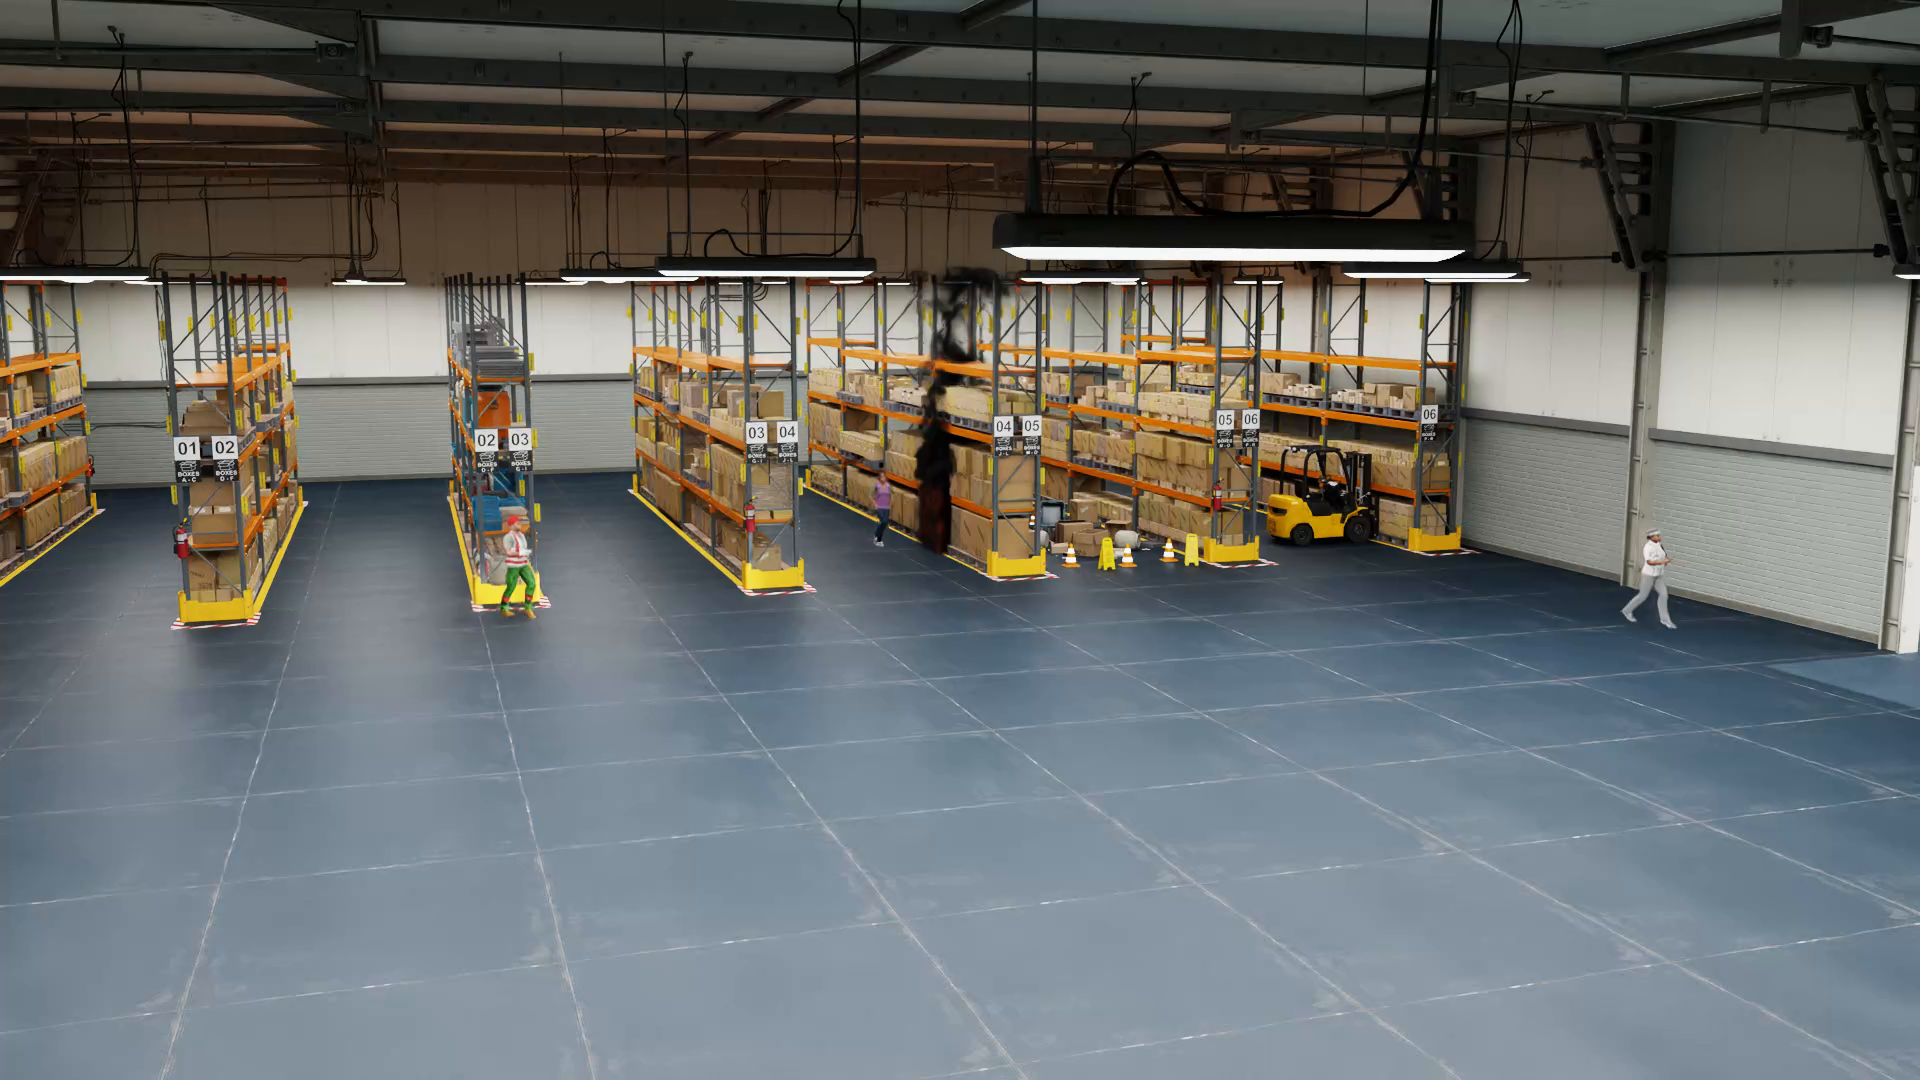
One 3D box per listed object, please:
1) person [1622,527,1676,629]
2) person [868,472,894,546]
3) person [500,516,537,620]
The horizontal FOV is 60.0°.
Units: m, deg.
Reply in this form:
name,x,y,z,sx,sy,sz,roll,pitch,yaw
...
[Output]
name,x,y,z,sx,sy,sz,roll,pitch,yaw
person,11.772,0.613,28.287,0.566,1.709,0.910,-7,11,-40
person,-1.623,-0.649,35.255,0.521,1.582,0.530,-5,10,-30
person,-7.681,0.485,28.903,0.707,1.829,0.669,4,9,24
